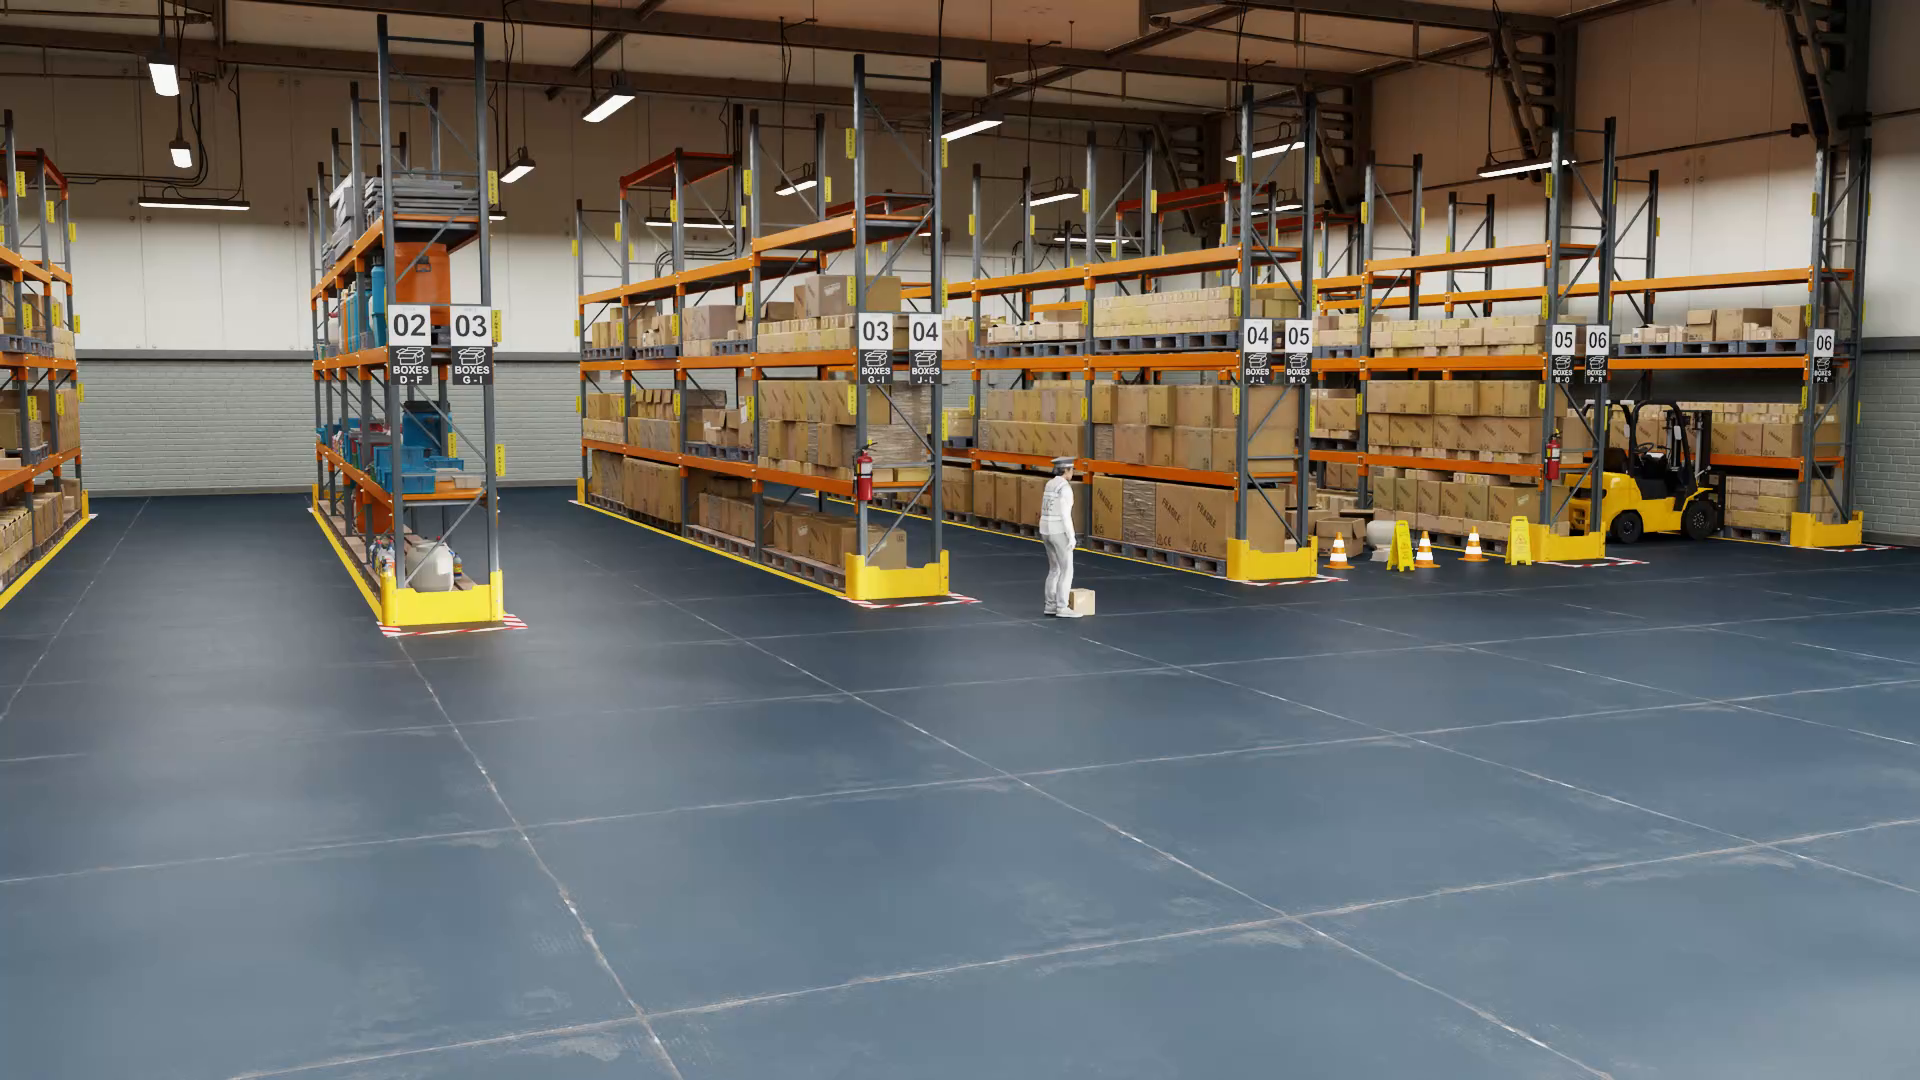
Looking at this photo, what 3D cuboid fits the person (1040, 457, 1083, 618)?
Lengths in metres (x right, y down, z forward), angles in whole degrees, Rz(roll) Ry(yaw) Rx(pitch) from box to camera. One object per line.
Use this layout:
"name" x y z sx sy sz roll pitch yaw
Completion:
"person" 1.037 -0.038 17.374 0.372 1.663 0.529 -2 6 -23
